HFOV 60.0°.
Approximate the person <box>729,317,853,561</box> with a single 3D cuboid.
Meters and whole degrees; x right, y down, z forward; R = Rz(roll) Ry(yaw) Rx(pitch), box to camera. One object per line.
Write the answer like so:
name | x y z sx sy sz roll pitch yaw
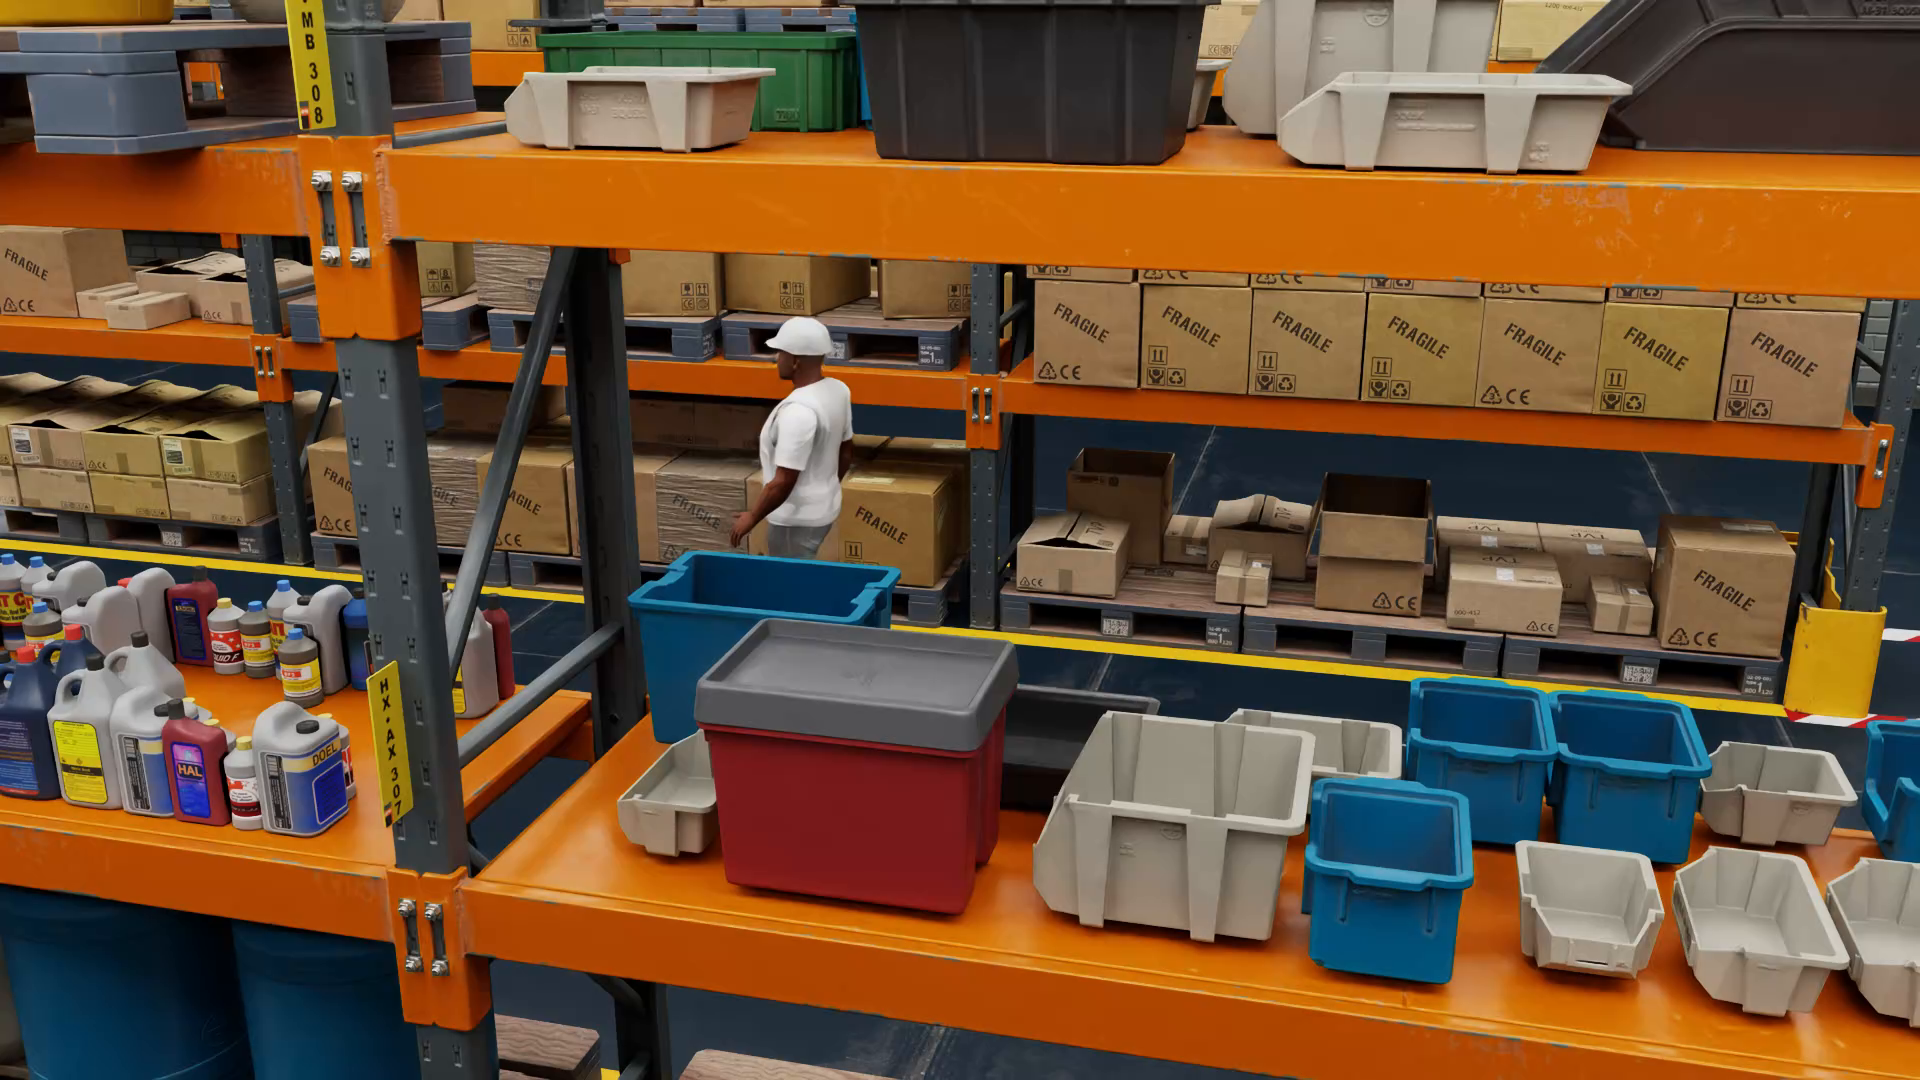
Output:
person | -0.744 -0.075 7.369 0.488 1.848 0.661 3 18 10
